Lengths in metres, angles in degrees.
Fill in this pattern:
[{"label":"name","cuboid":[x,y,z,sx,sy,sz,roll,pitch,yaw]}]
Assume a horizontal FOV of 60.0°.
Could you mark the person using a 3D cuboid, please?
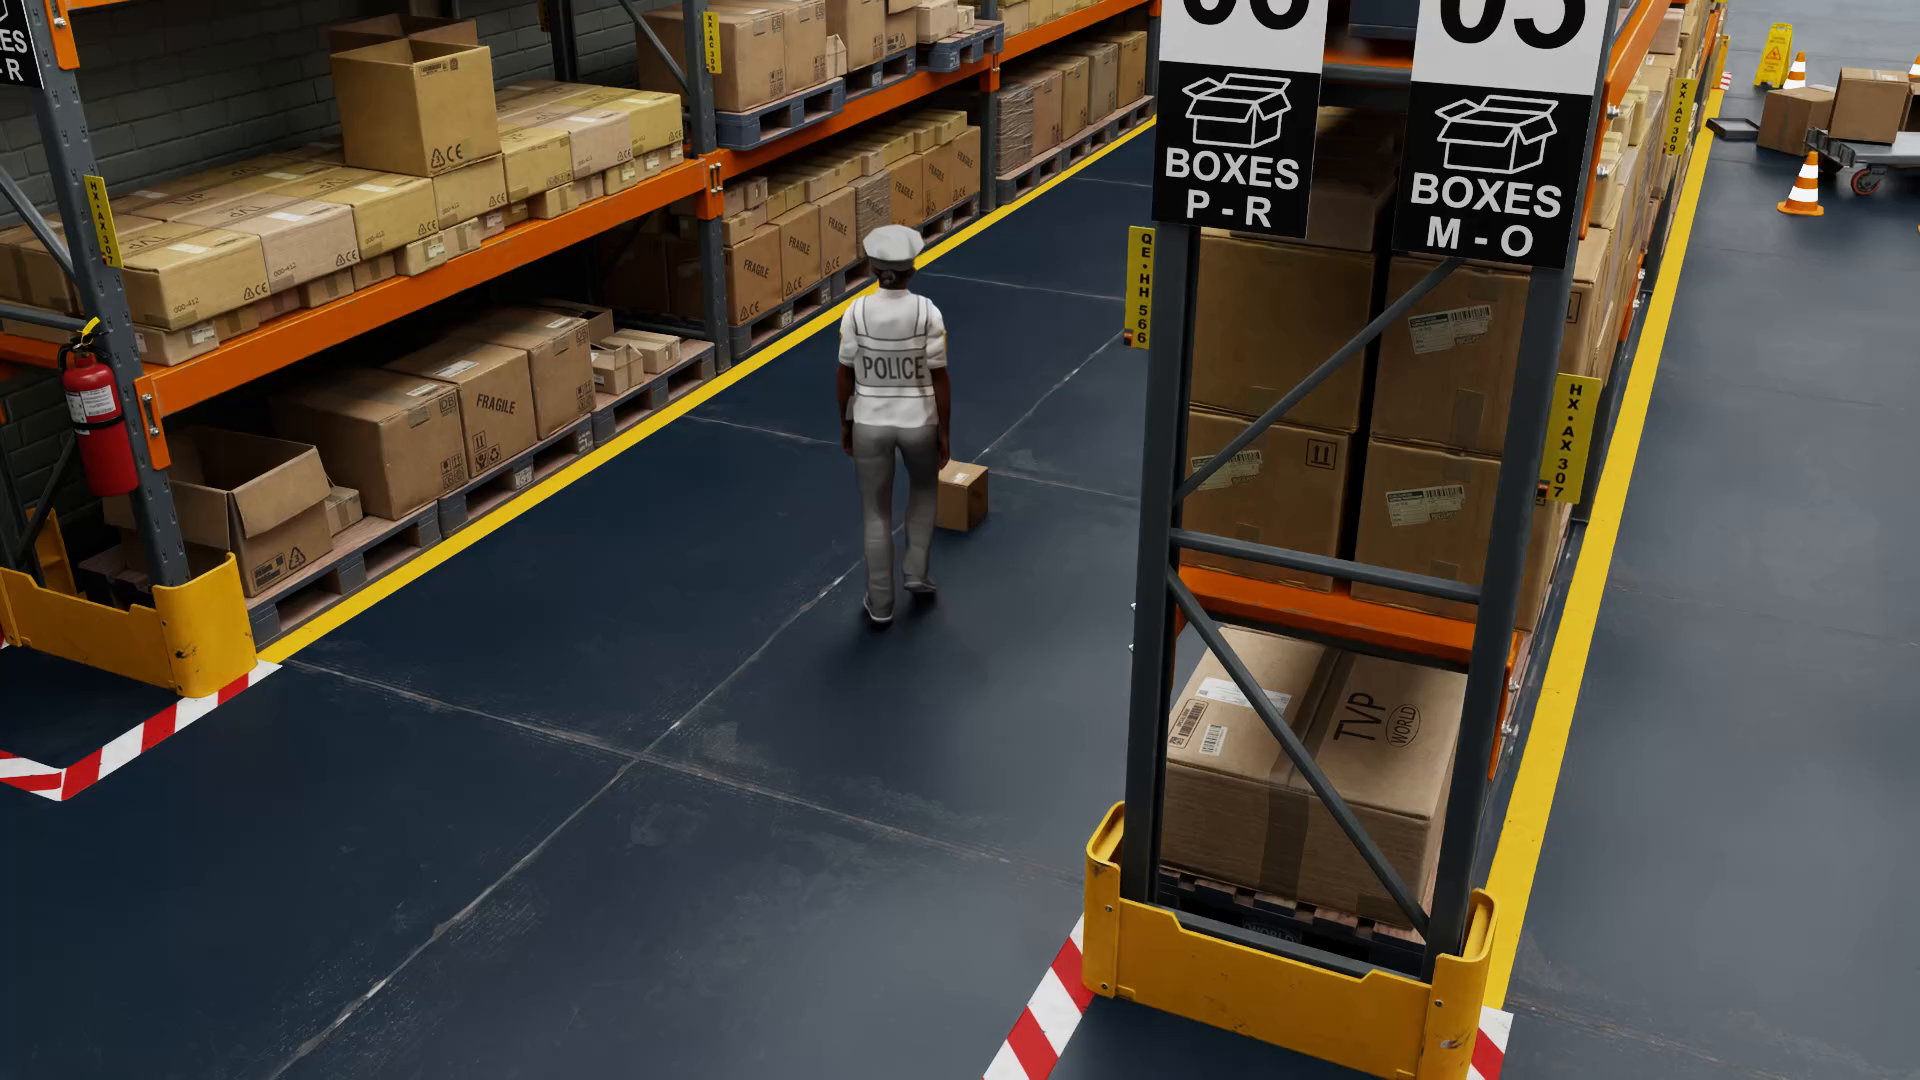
[{"label":"person","cuboid":[-0.276,-0.448,7.010,0.447,1.710,0.414,-3,26,-6]}]
